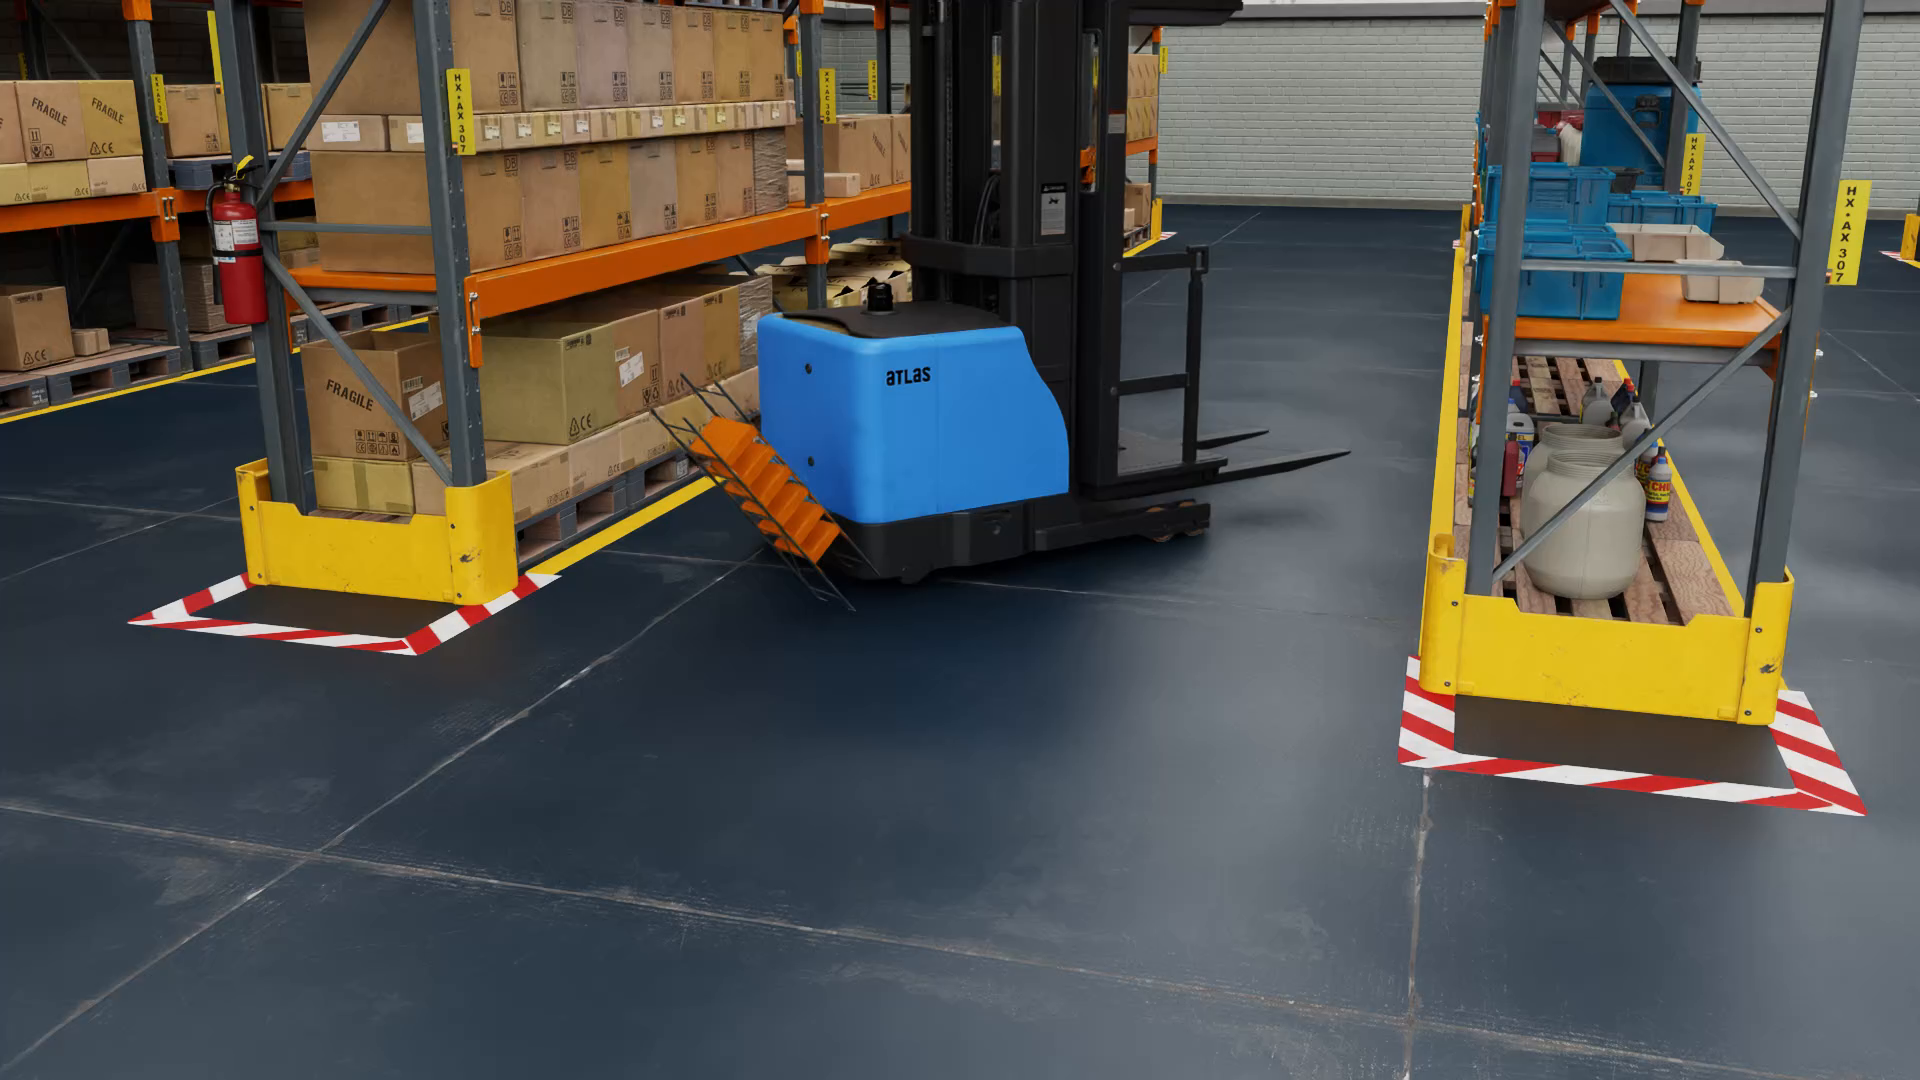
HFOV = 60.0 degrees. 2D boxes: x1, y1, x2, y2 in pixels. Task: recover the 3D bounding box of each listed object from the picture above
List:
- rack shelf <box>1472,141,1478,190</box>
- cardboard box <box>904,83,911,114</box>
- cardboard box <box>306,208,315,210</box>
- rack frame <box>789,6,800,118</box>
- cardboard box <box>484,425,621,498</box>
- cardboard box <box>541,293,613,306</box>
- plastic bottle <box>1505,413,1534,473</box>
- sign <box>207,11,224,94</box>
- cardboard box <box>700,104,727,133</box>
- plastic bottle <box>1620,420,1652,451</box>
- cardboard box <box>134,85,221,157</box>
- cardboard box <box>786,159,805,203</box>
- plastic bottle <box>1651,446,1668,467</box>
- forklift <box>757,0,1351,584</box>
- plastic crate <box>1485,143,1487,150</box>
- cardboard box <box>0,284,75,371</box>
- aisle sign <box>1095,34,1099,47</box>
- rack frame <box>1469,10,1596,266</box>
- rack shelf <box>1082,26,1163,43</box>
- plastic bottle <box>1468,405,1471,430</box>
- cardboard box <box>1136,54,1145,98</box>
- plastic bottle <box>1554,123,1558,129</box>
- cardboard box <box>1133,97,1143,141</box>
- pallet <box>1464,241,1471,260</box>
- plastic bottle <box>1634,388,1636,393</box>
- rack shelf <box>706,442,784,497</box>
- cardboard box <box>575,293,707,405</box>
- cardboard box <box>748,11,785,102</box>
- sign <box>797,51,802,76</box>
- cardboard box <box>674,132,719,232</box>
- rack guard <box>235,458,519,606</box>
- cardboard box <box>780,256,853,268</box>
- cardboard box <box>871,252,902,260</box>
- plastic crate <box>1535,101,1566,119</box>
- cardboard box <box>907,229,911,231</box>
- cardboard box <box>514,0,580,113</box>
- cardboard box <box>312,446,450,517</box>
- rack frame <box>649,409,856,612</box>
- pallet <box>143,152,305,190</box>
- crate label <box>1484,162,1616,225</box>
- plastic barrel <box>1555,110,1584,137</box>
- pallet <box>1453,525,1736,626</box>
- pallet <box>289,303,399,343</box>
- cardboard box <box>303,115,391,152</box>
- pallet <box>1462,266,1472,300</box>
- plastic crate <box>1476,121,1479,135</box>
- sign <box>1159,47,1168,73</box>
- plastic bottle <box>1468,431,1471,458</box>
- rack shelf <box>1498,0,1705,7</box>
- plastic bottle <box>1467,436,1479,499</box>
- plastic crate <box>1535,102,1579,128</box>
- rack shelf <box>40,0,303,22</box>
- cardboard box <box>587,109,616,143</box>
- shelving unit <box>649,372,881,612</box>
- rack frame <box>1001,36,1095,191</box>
[{"bbox_3d":[6.245,-4.196,18.443,1.077,0.370,4.000,5,16,16],"label":"rack shelf"},{"bbox_3d":[-0.137,-3.781,14.709,0.700,0.500,0.500,-1,16,-3],"label":"cardboard box"},{"bbox_3d":[-5.335,-2.773,14.511,0.500,0.250,0.500,5,17,17],"label":"cardboard box"},{"bbox_3d":[-2.685,-5.833,22.898,1.000,3.000,0.127,5,16,16],"label":"rack frame"},{"bbox_3d":[-1.977,-0.397,8.003,0.500,0.250,0.500,5,16,16],"label":"cardboard box"},{"bbox_3d":[-2.201,-1.061,8.968,0.500,0.500,0.500,5,16,16],"label":"cardboard box"},{"bbox_3d":[2.751,-0.482,8.218,0.152,0.276,0.135,5,16,16],"label":"plastic bottle"},{"bbox_3d":[-2.998,-1.981,6.760,0.100,0.325,0.005,5,16,16],"label":"sign"},{"bbox_3d":[-1.508,-2.317,9.129,0.380,0.149,0.250,5,16,16],"label":"cardboard box"},{"bbox_3d":[3.300,-0.459,8.136,0.152,0.276,0.135,5,17,17],"label":"plastic bottle"},{"bbox_3d":[-5.918,-3.084,12.216,0.700,0.500,0.500,5,16,16],"label":"cardboard box"},{"bbox_3d":[-1.247,-2.371,10.965,0.500,0.250,0.500,6,17,19],"label":"cardboard box"},{"bbox_3d":[3.162,-0.292,7.533,0.061,0.283,0.133,5,17,17],"label":"plastic bottle"},{"bbox_3d":[0.586,-1.508,7.773,3.031,2.935,1.130,-10,19,-32],"label":"forklift"},{"bbox_3d":[3.419,-2.231,10.226,0.392,0.384,0.575,5,16,16],"label":"plastic crate"},{"bbox_3d":[-6.352,-1.428,11.142,0.500,0.500,0.500,3,16,12],"label":"cardboard box"},{"bbox_3d":[1.803,-6.741,21.336,0.394,0.787,0.004,5,16,16],"label":"aisle sign"},{"bbox_3d":[5.677,-4.019,16.500,1.000,3.000,0.127,5,16,16],"label":"rack frame"},{"bbox_3d":[1.497,-6.024,19.391,1.077,0.370,4.000,5,16,16],"label":"rack shelf"},{"bbox_3d":[2.835,-0.688,9.081,0.097,0.201,0.097,0,16,0],"label":"plastic bottle"},{"bbox_3d":[1.917,-5.573,19.966,0.500,0.500,0.500,5,17,17],"label":"cardboard box"},{"bbox_3d":[5.539,-3.692,15.438,0.144,0.351,0.185,5,16,16],"label":"plastic bottle"},{"bbox_3d":[1.908,-5.094,20.108,0.500,0.500,0.500,5,17,16],"label":"cardboard box"},{"bbox_3d":[6.193,-3.193,18.698,1.003,0.211,1.213,5,16,16],"label":"pallet"},{"bbox_3d":[3.583,-0.679,8.898,0.061,0.283,0.133,5,17,19],"label":"plastic bottle"},{"bbox_3d":[-0.833,-0.288,6.395,0.258,0.103,0.180,16,63,44],"label":"rack shelf"},{"bbox_3d":[-1.687,-1.019,8.821,0.500,0.500,0.500,5,16,16],"label":"cardboard box"},{"bbox_3d":[-1.465,-2.866,9.877,0.700,0.500,0.500,5,17,16],"label":"cardboard box"},{"bbox_3d":[-2.169,-6.459,22.547,0.100,0.325,0.005,5,16,16],"label":"sign"},{"bbox_3d":[-1.755,-1.973,9.104,0.700,0.500,0.500,5,17,17],"label":"cardboard box"},{"bbox_3d":[-2.488,-0.055,7.108,1.175,0.500,0.348,5,16,16],"label":"rack guard"},{"bbox_3d":[-1.072,-1.986,12.576,0.500,0.311,0.500,4,16,15],"label":"cardboard box"},{"bbox_3d":[-0.408,-2.082,12.913,0.500,0.311,0.500,5,16,16],"label":"cardboard box"},{"bbox_3d":[6.897,-5.009,19.817,0.616,0.435,0.499,5,16,16],"label":"plastic crate"},{"bbox_3d":[-0.167,-2.629,15.376,0.500,0.500,0.500,5,17,18],"label":"cardboard box"},{"bbox_3d":[-2.177,-2.209,7.561,0.700,0.500,0.500,4,16,14],"label":"cardboard box"},{"bbox_3d":[-2.612,-0.307,7.682,0.500,0.250,0.500,5,16,16],"label":"cardboard box"},{"bbox_3d":[-0.791,-0.098,6.490,0.240,1.200,0.006,16,63,44],"label":"rack frame"},{"bbox_3d":[-5.739,-2.790,12.521,1.003,0.211,1.213,5,16,16],"label":"pallet"},{"bbox_3d":[2.530,-1.399,7.198,0.502,0.435,0.616,5,16,16],"label":"crate label"},{"bbox_3d":[4.699,-2.893,12.281,0.600,0.536,0.708,5,16,16],"label":"plastic barrel"},{"bbox_3d":[2.479,0.227,6.643,1.003,0.211,1.213,5,16,16],"label":"pallet"},{"bbox_3d":[-5.531,-1.876,14.057,1.003,0.211,1.213,5,16,16],"label":"pallet"},{"bbox_3d":[-2.556,-1.739,7.091,0.380,0.149,0.250,4,16,15],"label":"cardboard box"},{"bbox_3d":[5.418,-2.478,16.180,1.003,0.211,1.213,5,16,16],"label":"pallet"},{"bbox_3d":[6.053,-4.630,18.852,0.416,0.233,0.300,5,16,16],"label":"plastic crate"},{"bbox_3d":[2.592,-6.111,21.176,0.100,0.325,0.005,5,16,16],"label":"sign"},{"bbox_3d":[2.619,-0.490,8.383,0.097,0.201,0.097,0,16,0],"label":"plastic bottle"},{"bbox_3d":[2.835,-2.499,6.965,1.077,0.370,4.000,5,16,16],"label":"rack shelf"},{"bbox_3d":[2.384,-0.330,7.669,0.061,0.283,0.133,5,17,17],"label":"plastic bottle"},{"bbox_3d":[6.171,-4.292,17.238,0.402,0.464,0.583,5,16,16],"label":"plastic crate"},{"bbox_3d":[-5.527,-4.314,13.363,1.077,0.370,4.000,5,16,16],"label":"rack shelf"},{"bbox_3d":[-1.872,-1.980,7.943,0.380,0.149,0.250,4,16,14],"label":"cardboard box"},{"bbox_3d":[-0.741,-0.168,6.520,0.258,1.200,0.189,16,63,44],"label":"shelving unit"},{"bbox_3d":[0.929,-4.404,17.858,1.000,3.000,0.127,5,16,16],"label":"rack frame"}]
